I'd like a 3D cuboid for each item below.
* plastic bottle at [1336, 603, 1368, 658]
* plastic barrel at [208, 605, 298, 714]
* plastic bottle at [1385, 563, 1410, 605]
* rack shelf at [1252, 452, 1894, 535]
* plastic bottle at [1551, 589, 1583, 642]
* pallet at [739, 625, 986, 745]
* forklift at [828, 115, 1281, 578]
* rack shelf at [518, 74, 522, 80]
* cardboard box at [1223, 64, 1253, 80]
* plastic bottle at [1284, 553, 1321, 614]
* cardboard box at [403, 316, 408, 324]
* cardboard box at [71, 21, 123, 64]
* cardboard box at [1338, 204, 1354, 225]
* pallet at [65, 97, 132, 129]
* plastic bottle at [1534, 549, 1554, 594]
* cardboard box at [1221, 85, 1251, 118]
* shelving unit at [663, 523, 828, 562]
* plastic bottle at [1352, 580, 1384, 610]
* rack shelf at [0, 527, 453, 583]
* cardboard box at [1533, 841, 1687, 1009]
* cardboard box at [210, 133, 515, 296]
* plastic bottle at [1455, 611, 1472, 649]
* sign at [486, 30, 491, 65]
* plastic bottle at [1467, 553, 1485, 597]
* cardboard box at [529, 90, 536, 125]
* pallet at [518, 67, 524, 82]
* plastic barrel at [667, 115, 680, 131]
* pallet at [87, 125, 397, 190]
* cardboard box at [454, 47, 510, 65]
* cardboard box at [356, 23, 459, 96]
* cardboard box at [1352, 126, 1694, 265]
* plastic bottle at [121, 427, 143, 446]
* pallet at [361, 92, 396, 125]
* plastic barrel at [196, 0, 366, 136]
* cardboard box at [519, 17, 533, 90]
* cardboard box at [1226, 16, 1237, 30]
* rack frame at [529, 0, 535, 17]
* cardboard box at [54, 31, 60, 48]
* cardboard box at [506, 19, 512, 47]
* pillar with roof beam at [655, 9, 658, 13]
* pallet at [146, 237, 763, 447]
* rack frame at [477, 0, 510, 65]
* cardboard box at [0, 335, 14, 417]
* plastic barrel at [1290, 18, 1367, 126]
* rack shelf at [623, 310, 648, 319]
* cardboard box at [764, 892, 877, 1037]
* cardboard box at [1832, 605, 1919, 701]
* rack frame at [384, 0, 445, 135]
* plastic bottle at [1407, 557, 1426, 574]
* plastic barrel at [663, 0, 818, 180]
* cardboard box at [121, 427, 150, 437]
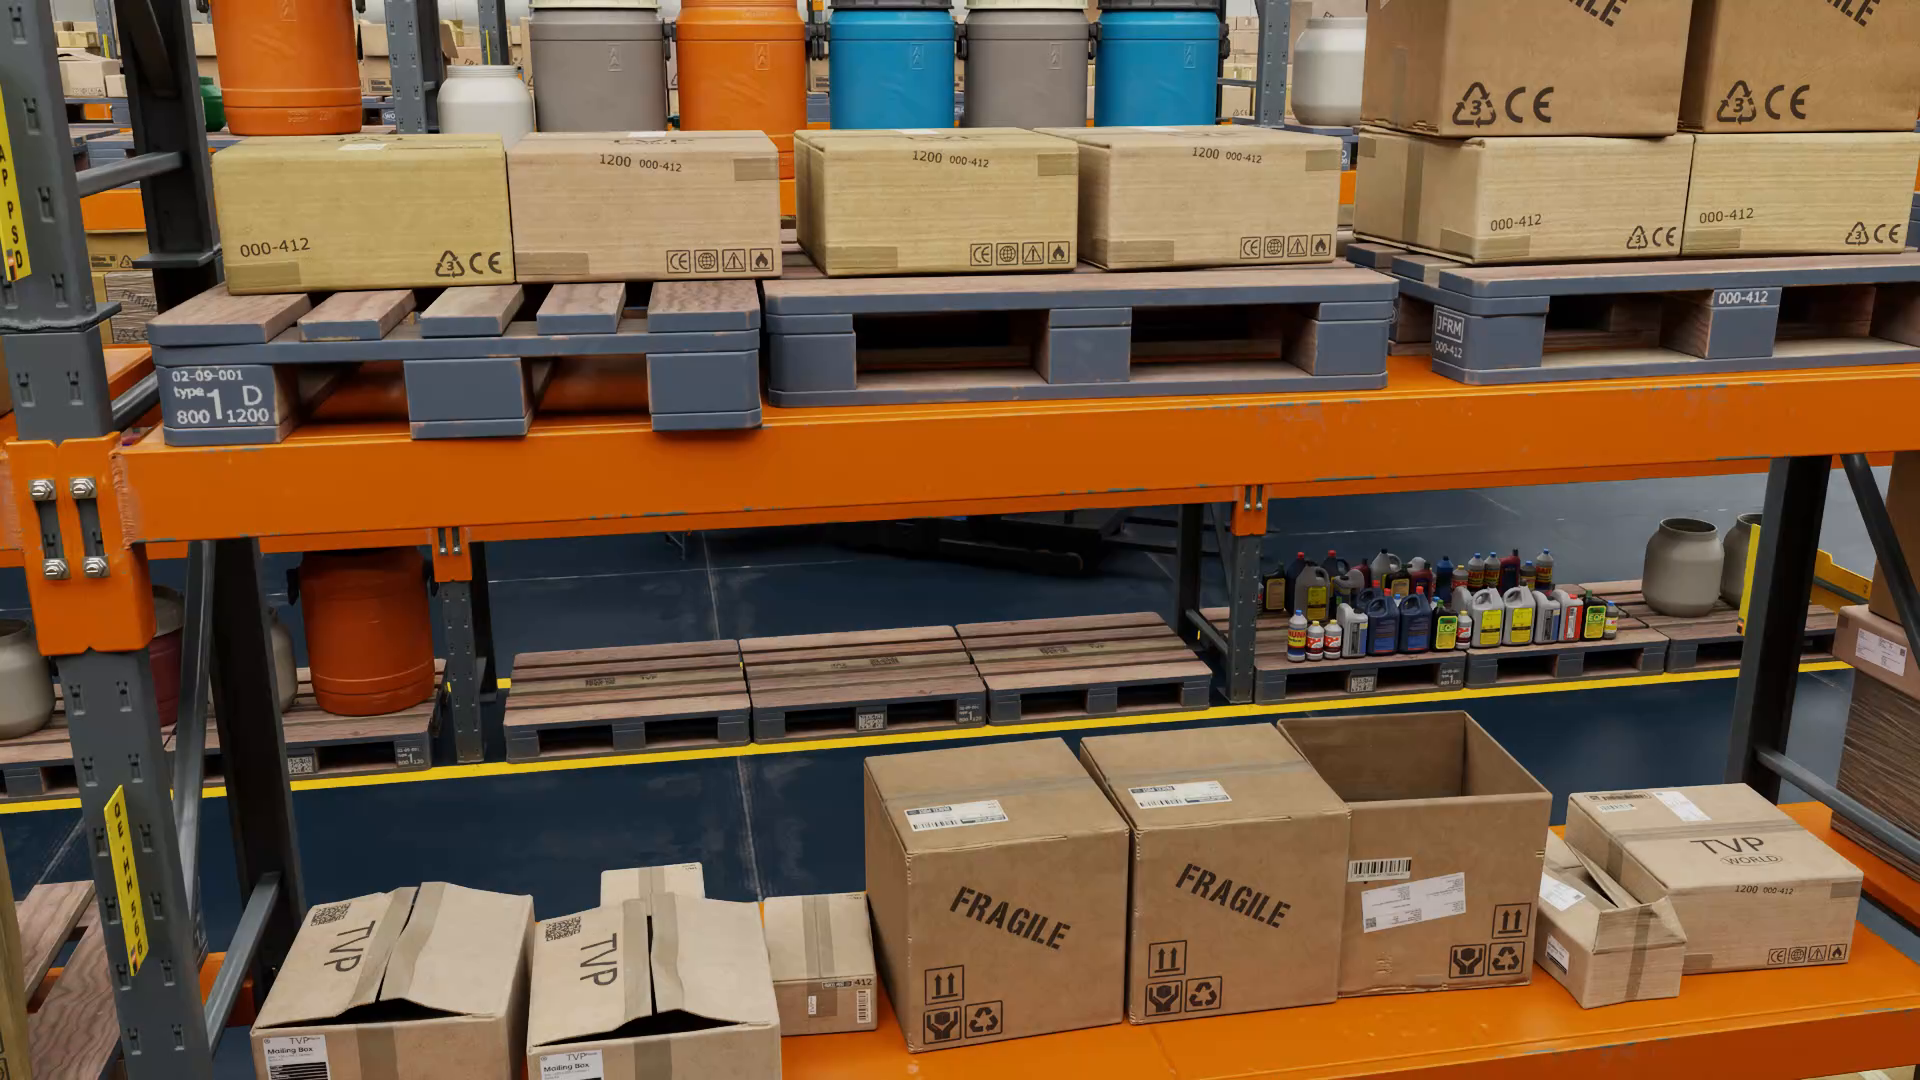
[{"bbox_3d":[2.126,0.481,9.026,0.135,0.276,0.152,-3,17,-8],"label":"plastic bottle"},{"bbox_3d":[-3.524,0.607,8.247,0.421,0.512,0.421,0,17,0],"label":"plastic barrel"},{"bbox_3d":[2.546,0.275,9.684,0.133,0.283,0.061,-3,17,-10],"label":"plastic bottle"},{"bbox_3d":[3.381,-0.461,9.429,4.000,0.370,1.077,-3,17,-10],"label":"rack shelf"},{"bbox_3d":[3.372,0.410,9.256,0.135,0.276,0.152,-3,17,-10],"label":"plastic bottle"},{"bbox_3d":[-0.546,0.764,8.966,1.213,0.211,1.003,-3,17,-10],"label":"pallet"},{"bbox_3d":[0.649,-1.328,11.144,3.031,2.935,1.130,6,18,20],"label":"forklift"},{"bbox_3d":[-8.238,-7.164,26.145,4.000,0.370,1.077,-3,17,-10],"label":"rack shelf"},{"bbox_3d":[2.129,-3.687,13.173,0.250,0.149,0.380,-4,17,-12],"label":"cardboard box"},{"bbox_3d":[1.995,0.244,9.672,0.185,0.351,0.144,-4,17,-12],"label":"plastic bottle"},{"bbox_3d":[-4.377,-1.821,12.462,0.500,0.500,0.500,-3,17,-11],"label":"cardboard box"},{"bbox_3d":[-10.575,-6.180,20.653,0.637,0.503,0.797,-2,17,-6],"label":"cardboard box"},{"bbox_3d":[2.931,-2.853,13.613,0.500,0.500,0.500,-3,17,-10],"label":"cardboard box"},{"bbox_3d":[-6.486,-3.083,11.958,1.217,0.209,0.805,-4,18,-13],"label":"pallet"},{"bbox_3d":[3.506,0.189,9.985,0.097,0.271,0.097,0,17,0],"label":"plastic bottle"},{"bbox_3d":[1.977,-3.490,13.213,0.500,0.250,0.500,-4,18,-13],"label":"cardboard box"},{"bbox_3d":[-1.514,-0.524,11.603,1.048,1.125,0.538,-8,19,-25],"label":"shelving unit"},{"bbox_3d":[2.262,0.396,9.177,0.185,0.351,0.144,-3,17,-10],"label":"plastic bottle"},{"bbox_3d":[-4.473,-0.015,7.978,4.000,0.370,1.077,-3,17,-10],"label":"rack shelf"},{"bbox_3d":[1.525,0.901,3.998,0.258,0.266,0.396,-4,17,-12],"label":"cardboard box"},{"bbox_3d":[-1.139,-0.647,3.240,0.500,0.250,0.500,-5,18,-15],"label":"cardboard box"},{"bbox_3d":[2.757,0.489,9.127,0.097,0.201,0.097,0,17,0],"label":"plastic bottle"},{"bbox_3d":[-3.352,-3.457,11.833,0.005,0.325,0.100,-3,17,-10],"label":"sign"},{"bbox_3d":[3.071,0.214,9.905,0.097,0.271,0.097,0,17,0],"label":"plastic bottle"},{"bbox_3d":[-2.940,-3.213,12.312,0.500,0.250,0.500,-3,17,-9],"label":"cardboard box"},{"bbox_3d":[-5.951,-6.048,21.606,1.003,0.211,1.213,-2,17,-8],"label":"pallet"},{"bbox_3d":[-1.305,-1.976,8.264,0.301,0.262,0.301,0,17,0],"label":"plastic barrel"},{"bbox_3d":[-3.279,-1.800,7.775,1.213,0.211,1.003,-3,17,-10],"label":"pallet"},{"bbox_3d":[-4.804,-4.710,16.760,0.500,0.500,0.500,-3,17,-10],"label":"cardboard box"},{"bbox_3d":[-4.035,-3.528,12.188,0.637,0.503,0.797,-2,17,-7],"label":"cardboard box"},{"bbox_3d":[1.208,-0.765,3.626,0.500,0.250,0.500,-5,18,-16],"label":"cardboard box"},{"bbox_3d":[-4.139,-0.433,8.310,0.133,0.283,0.061,-3,17,-10],"label":"plastic bottle"},{"bbox_3d":[-4.071,-3.191,12.304,1.003,0.211,1.213,-2,17,-8],"label":"pallet"},{"bbox_3d":[-3.068,-2.280,7.570,0.708,0.830,0.600,-3,17,-10],"label":"plastic barrel"},{"bbox_3d":[-2.939,-3.571,12.199,0.500,0.500,0.500,-3,17,-10],"label":"cardboard box"},{"bbox_3d":[2.800,-5.579,17.941,0.250,0.149,0.380,-3,17,-10],"label":"cardboard box"},{"bbox_3d":[-4.291,-6.202,16.676,0.127,3.000,1.000,-3,17,-10],"label":"rack frame"},{"bbox_3d":[-8.732,-4.789,15.911,0.250,0.149,0.380,-3,17,-9],"label":"cardboard box"},{"bbox_3d":[-4.639,-5.084,16.672,0.258,0.266,0.396,-3,17,-10],"label":"cardboard box"},{"bbox_3d":[-4.349,-8.145,23.004,0.400,9.000,9.100,-3,17,-10],"label":"pillar with roof beam"},{"bbox_3d":[-0.924,-0.450,3.379,1.003,0.211,1.213,-2,17,-8],"label":"pallet"},{"bbox_3d":[-3.449,-4.766,12.003,0.127,3.000,1.000,-3,17,-10],"label":"rack frame"},{"bbox_3d":[-1.996,-0.490,3.019,0.500,0.500,0.910,-3,17,-10],"label":"cardboard box"},{"bbox_3d":[1.878,-2.349,8.335,0.421,0.512,0.421,0,17,0],"label":"plastic barrel"},{"bbox_3d":[-1.486,-1.666,13.352,4.000,0.370,1.077,-3,17,-10],"label":"rack shelf"},{"bbox_3d":[-0.332,0.990,3.906,0.250,0.149,0.380,-2,17,-6],"label":"cardboard box"},{"bbox_3d":[2.580,0.300,4.451,0.250,0.149,0.380,-3,17,-10],"label":"cardboard box"},{"bbox_3d":[-2.510,-3.338,7.354,0.127,3.000,1.000,-3,17,-10],"label":"rack frame"},{"bbox_3d":[2.661,0.243,9.802,0.135,0.276,0.152,-3,17,-9],"label":"plastic bottle"},{"bbox_3d":[-1.020,-2.129,7.795,0.708,0.830,0.600,-3,17,-10],"label":"plastic barrel"},{"bbox_3d":[-5.875,-0.952,12.706,0.875,0.875,1.225,-4,17,-12],"label":"cardboard box"}]
